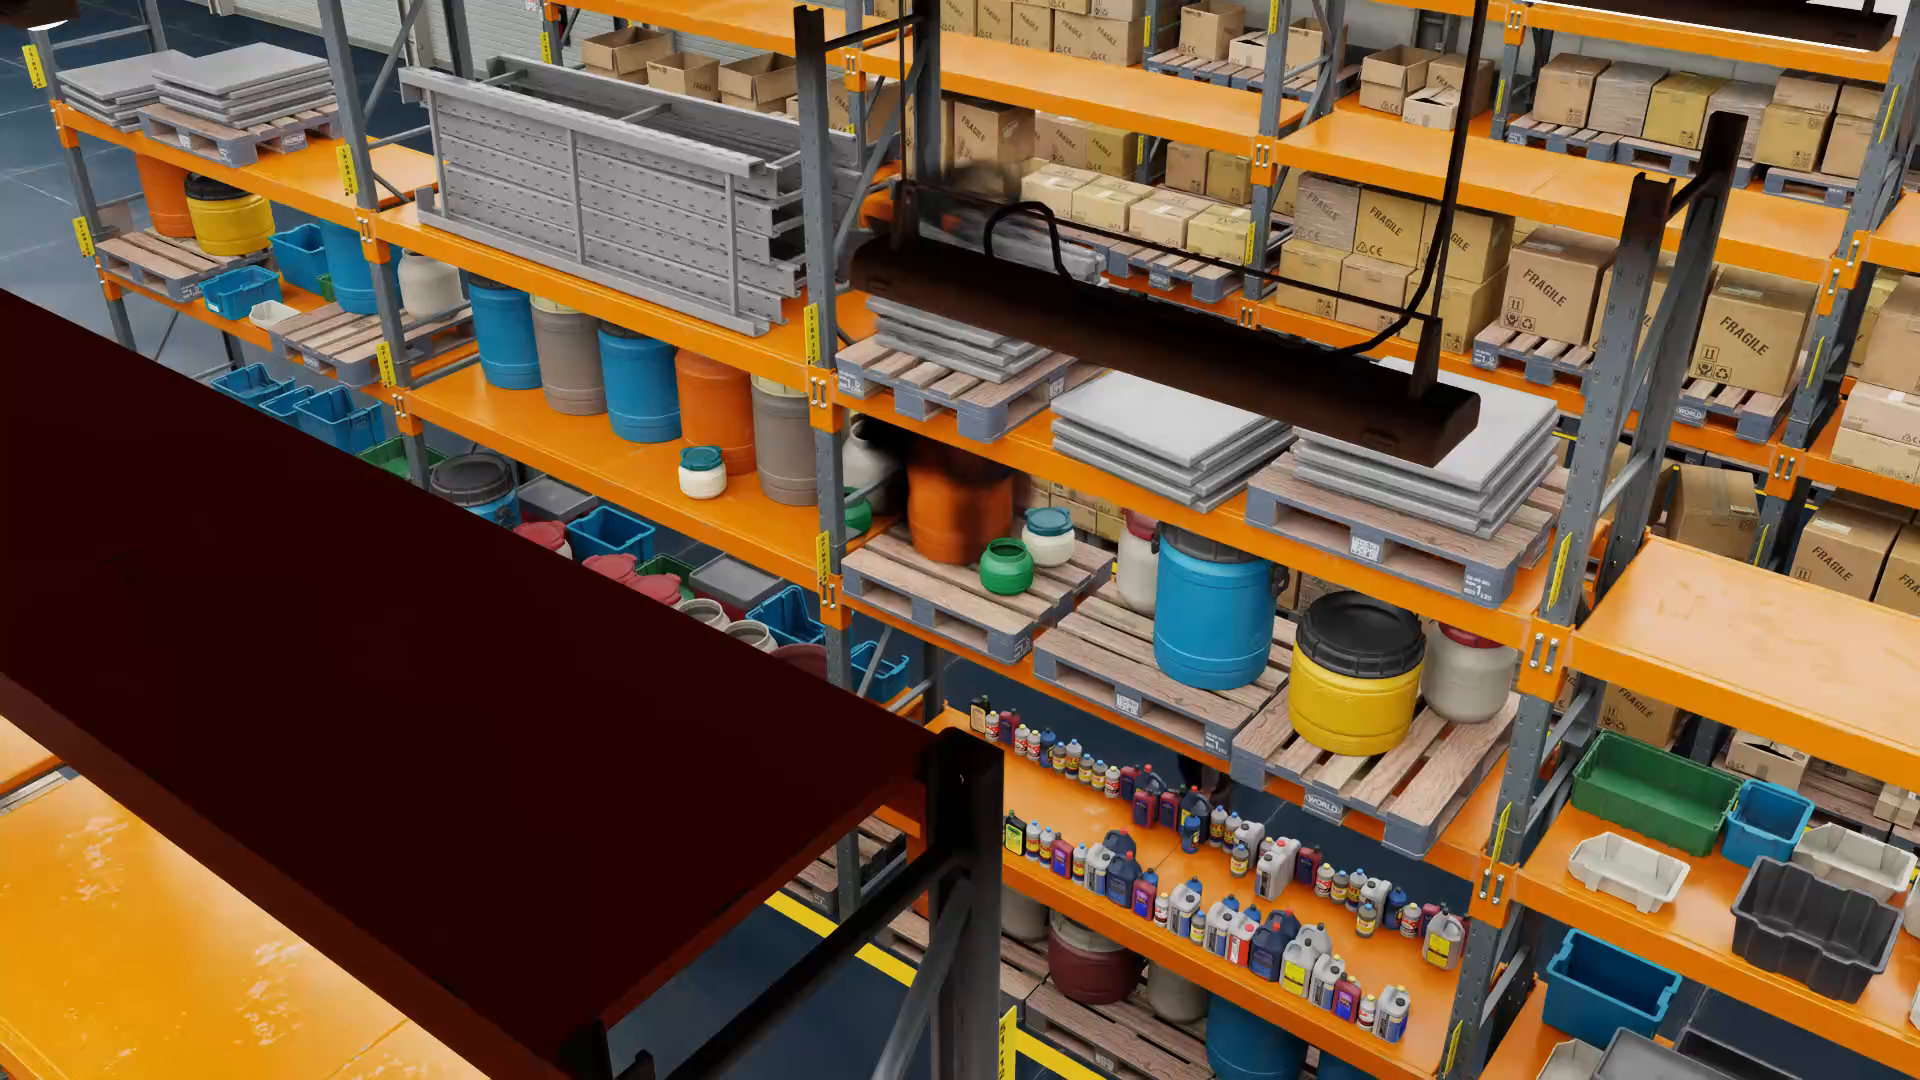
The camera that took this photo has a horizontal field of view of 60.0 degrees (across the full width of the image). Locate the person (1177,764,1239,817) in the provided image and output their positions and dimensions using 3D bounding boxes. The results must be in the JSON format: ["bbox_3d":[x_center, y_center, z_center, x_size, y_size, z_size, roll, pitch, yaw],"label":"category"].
[{"bbox_3d":[1.608,1.581,11.130,0.885,1.620,0.657,16,35,25],"label":"person"}]
